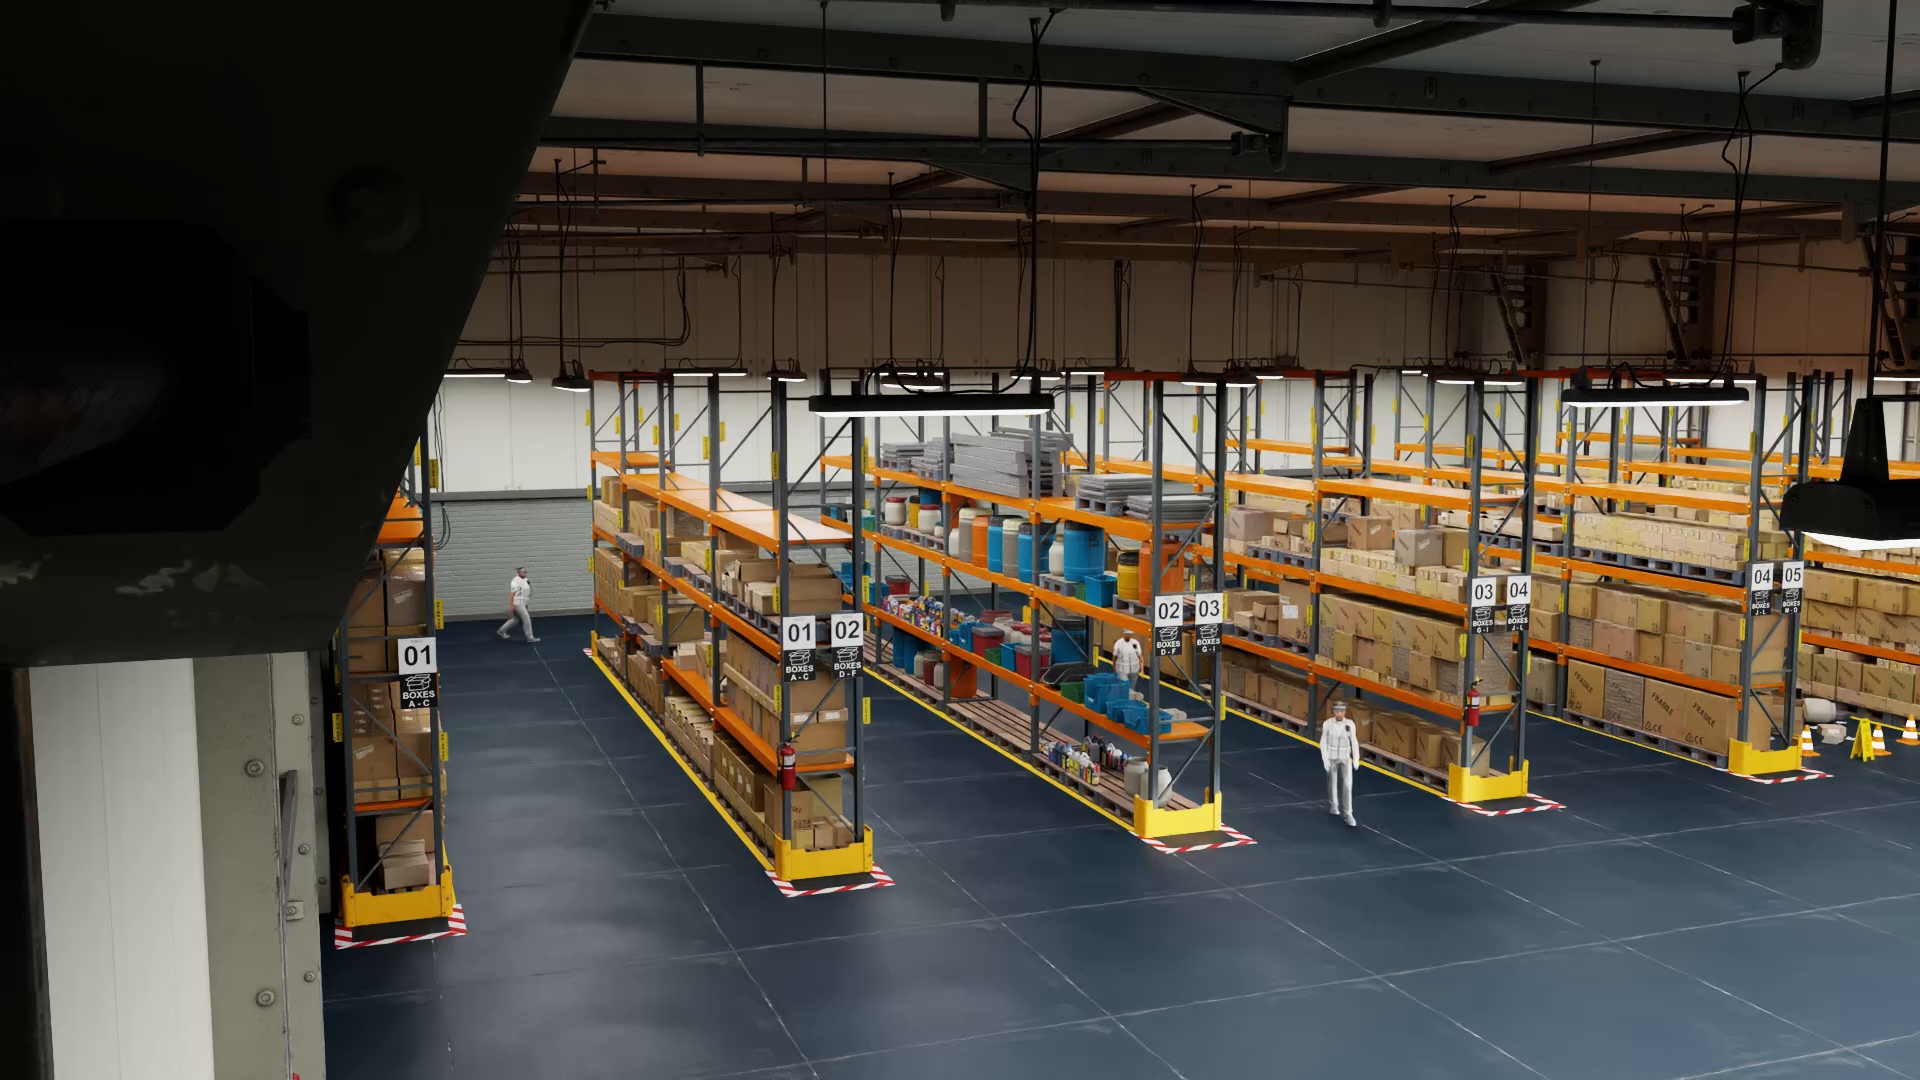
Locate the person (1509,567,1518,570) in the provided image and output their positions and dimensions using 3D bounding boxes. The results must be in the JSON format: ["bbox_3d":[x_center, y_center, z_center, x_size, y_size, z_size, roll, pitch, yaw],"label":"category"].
[{"bbox_3d":[11.926,1.468,35.693,0.537,1.790,0.530,-5,8,-40],"label":"person"}]

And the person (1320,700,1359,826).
[{"bbox_3d":[5.141,2.981,22.537,0.525,1.637,0.904,2,7,14],"label":"person"}]

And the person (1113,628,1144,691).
[{"bbox_3d":[2.938,2.290,28.857,0.501,1.611,0.949,-1,6,-10],"label":"person"}]

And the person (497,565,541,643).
[{"bbox_3d":[-9.731,1.392,36.622,1.084,1.710,0.529,1,6,6],"label":"person"}]
